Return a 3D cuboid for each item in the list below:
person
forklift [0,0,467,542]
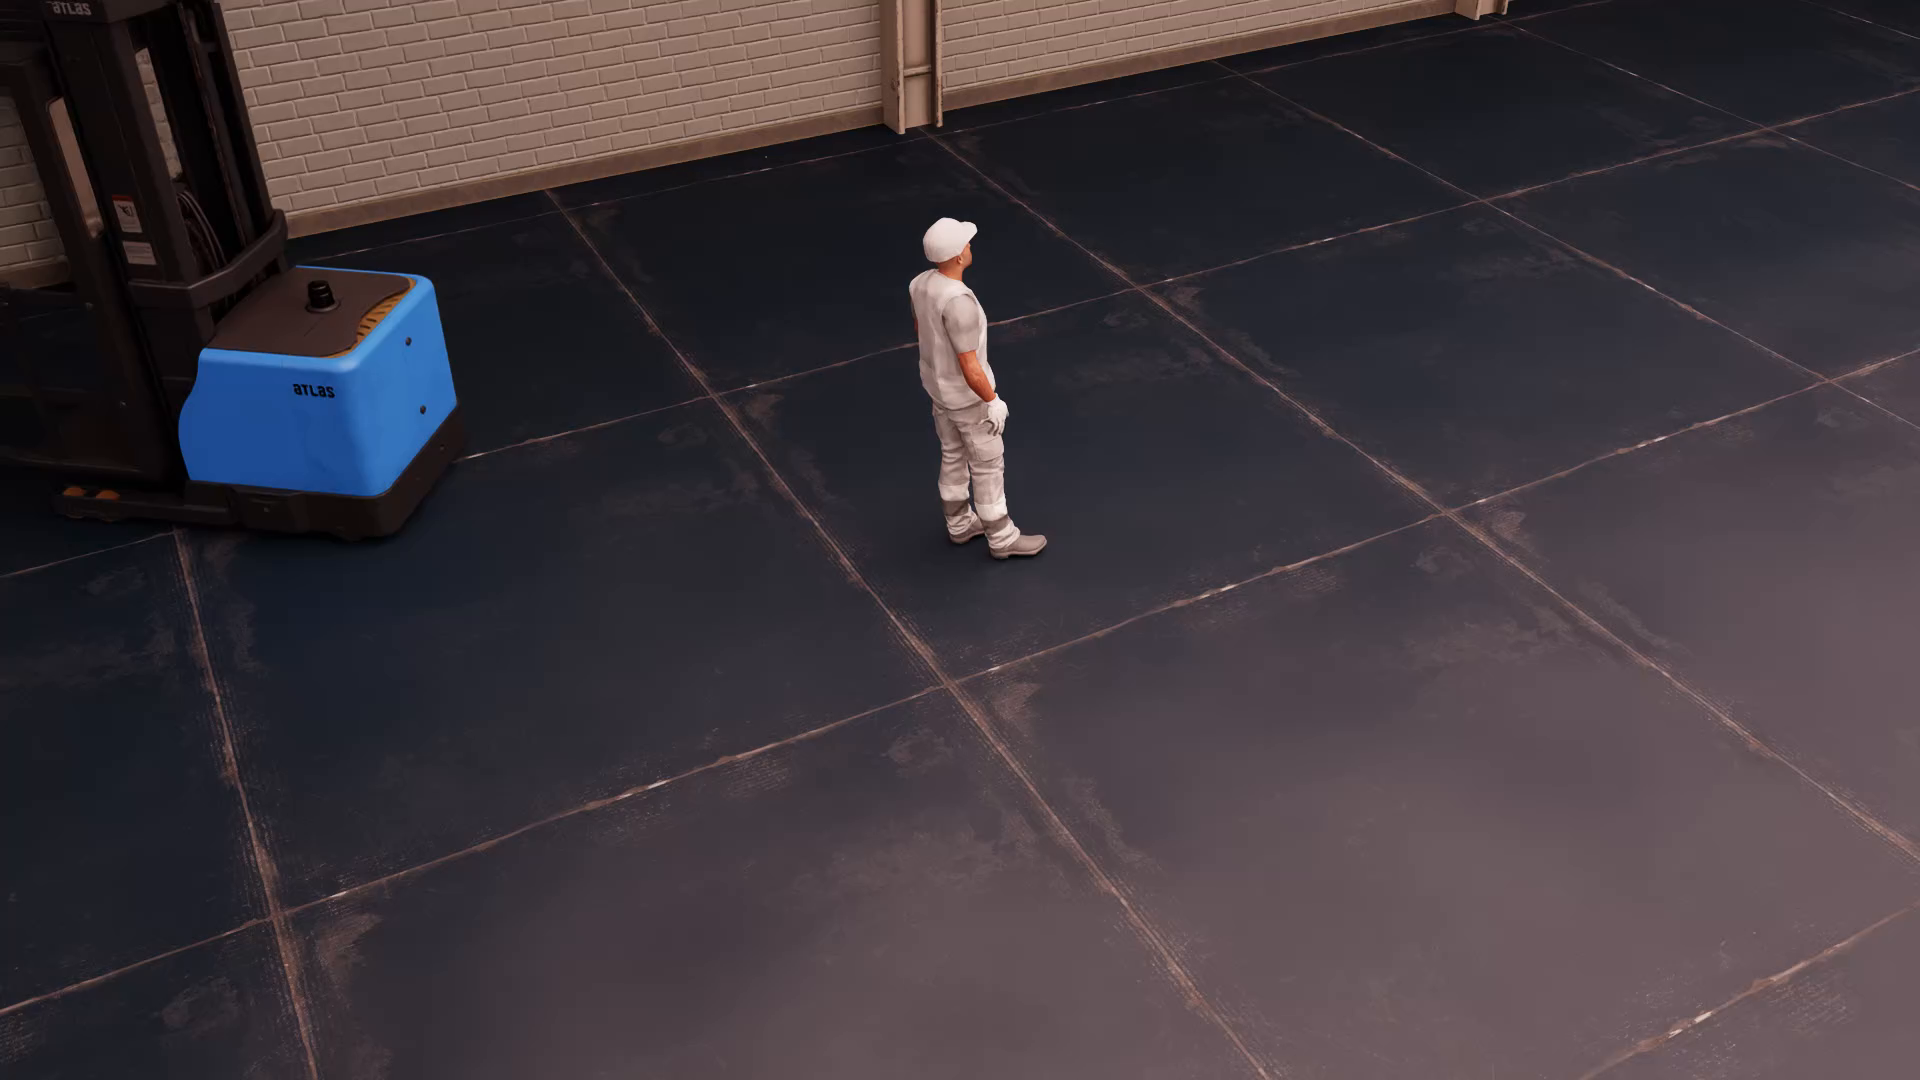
[{"bbox_3d":[0.077,-0.753,8.164,0.562,1.790,0.637,-17,39,-23],"label":"person"},{"bbox_3d":[-4.328,-1.586,8.367,3.031,2.935,1.130,5,36,8],"label":"forklift"}]
